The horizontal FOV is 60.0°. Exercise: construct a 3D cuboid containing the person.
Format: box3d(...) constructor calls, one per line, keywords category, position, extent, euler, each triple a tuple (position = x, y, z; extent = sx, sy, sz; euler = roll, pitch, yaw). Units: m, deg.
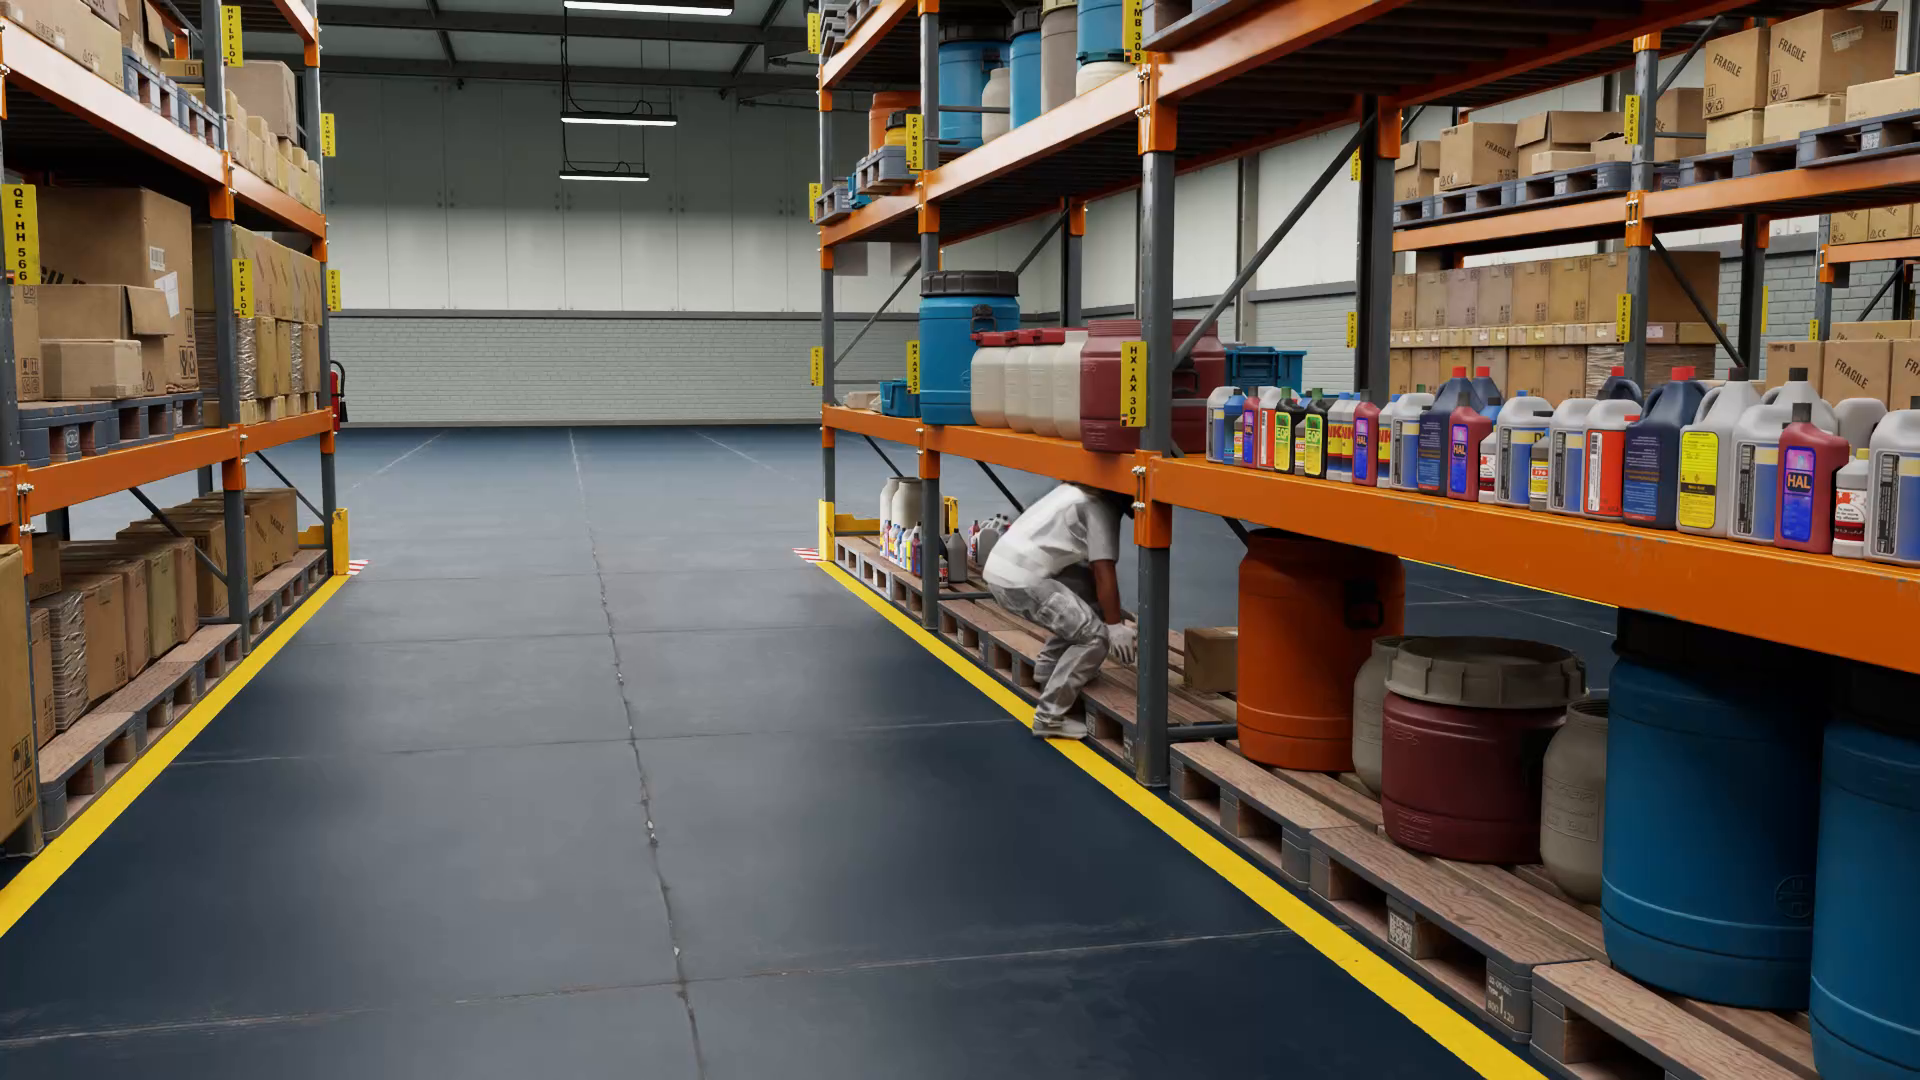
box3d(category="person", position=(0.534, 0.246, 7.537), extent=(0.861, 1.247, 0.609), euler=(0, 6, 3))
